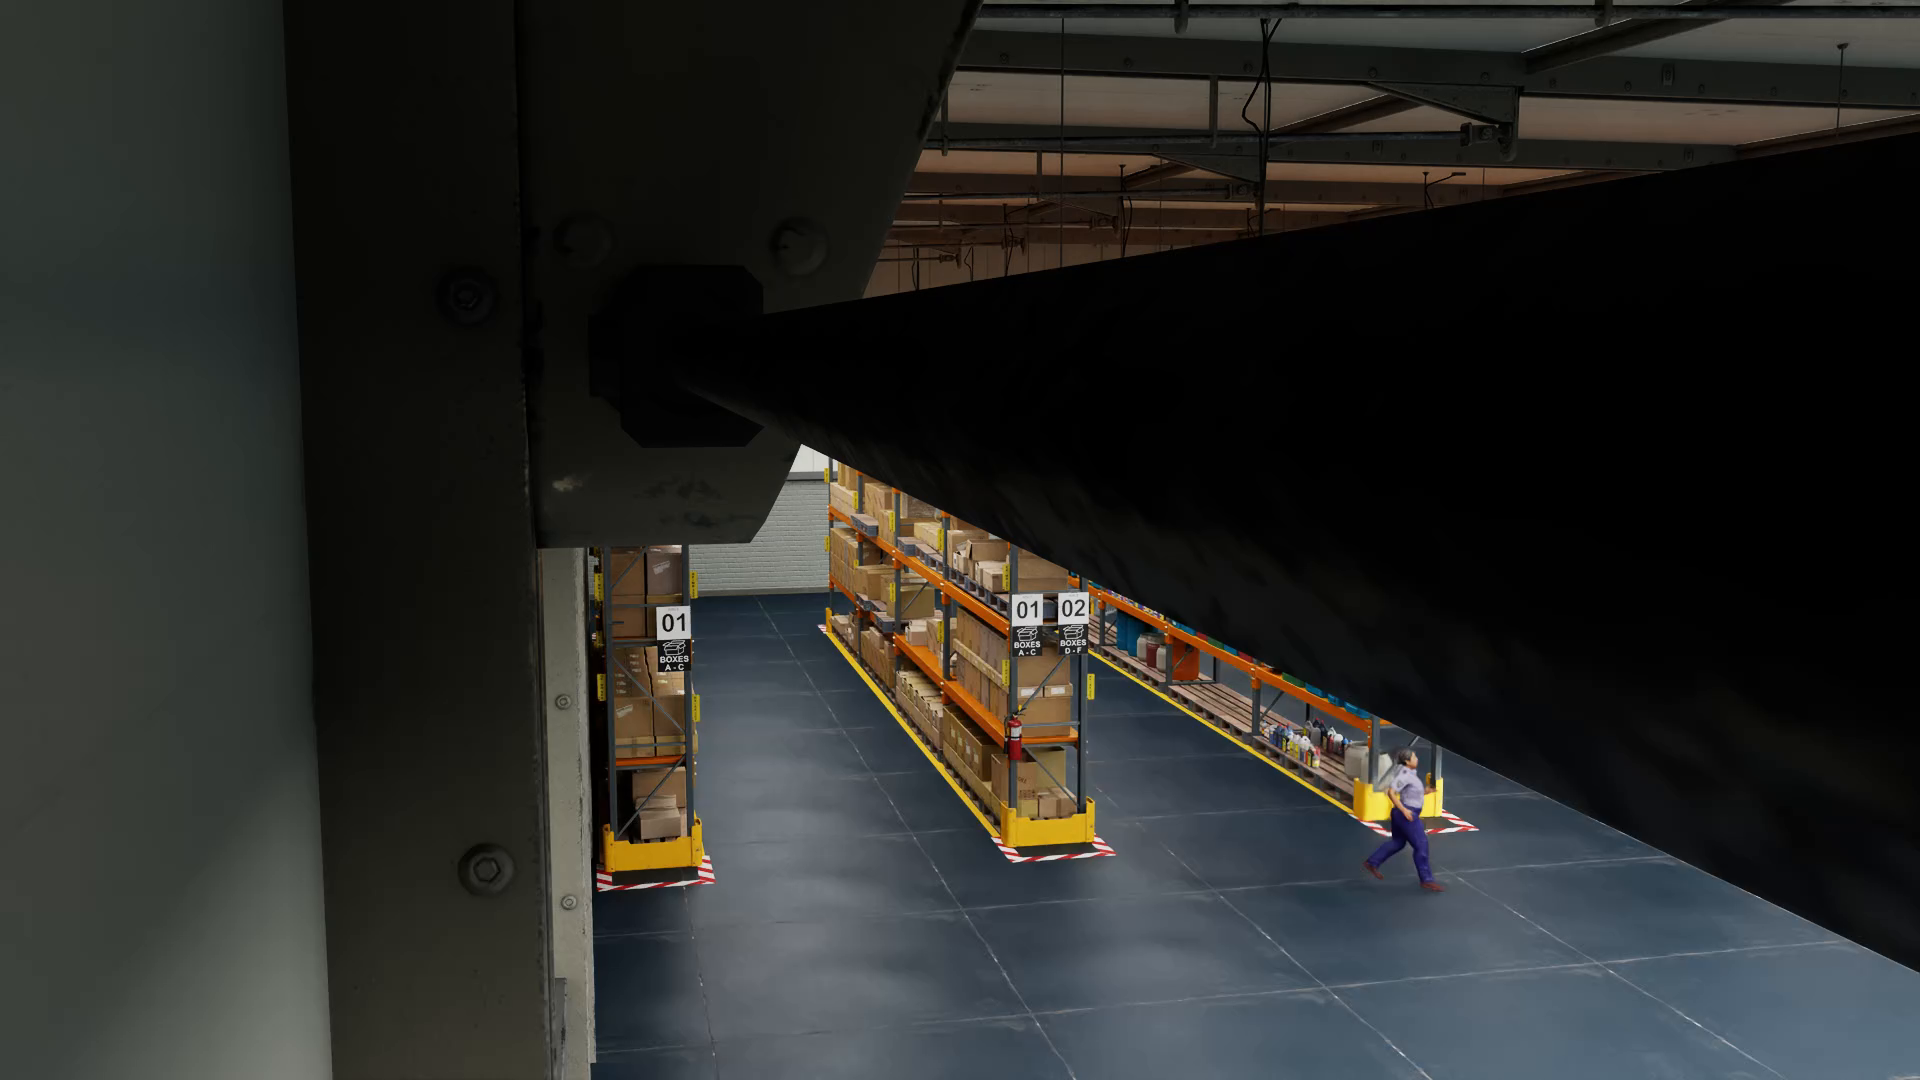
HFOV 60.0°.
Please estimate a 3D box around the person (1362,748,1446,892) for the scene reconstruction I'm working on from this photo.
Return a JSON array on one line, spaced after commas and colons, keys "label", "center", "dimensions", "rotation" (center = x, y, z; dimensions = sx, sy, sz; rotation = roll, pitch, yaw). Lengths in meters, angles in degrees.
[{"label": "person", "center": [5.168, 3.218, 19.245], "dimensions": [0.918, 1.645, 0.601], "rotation": [1, 7, 7]}]
